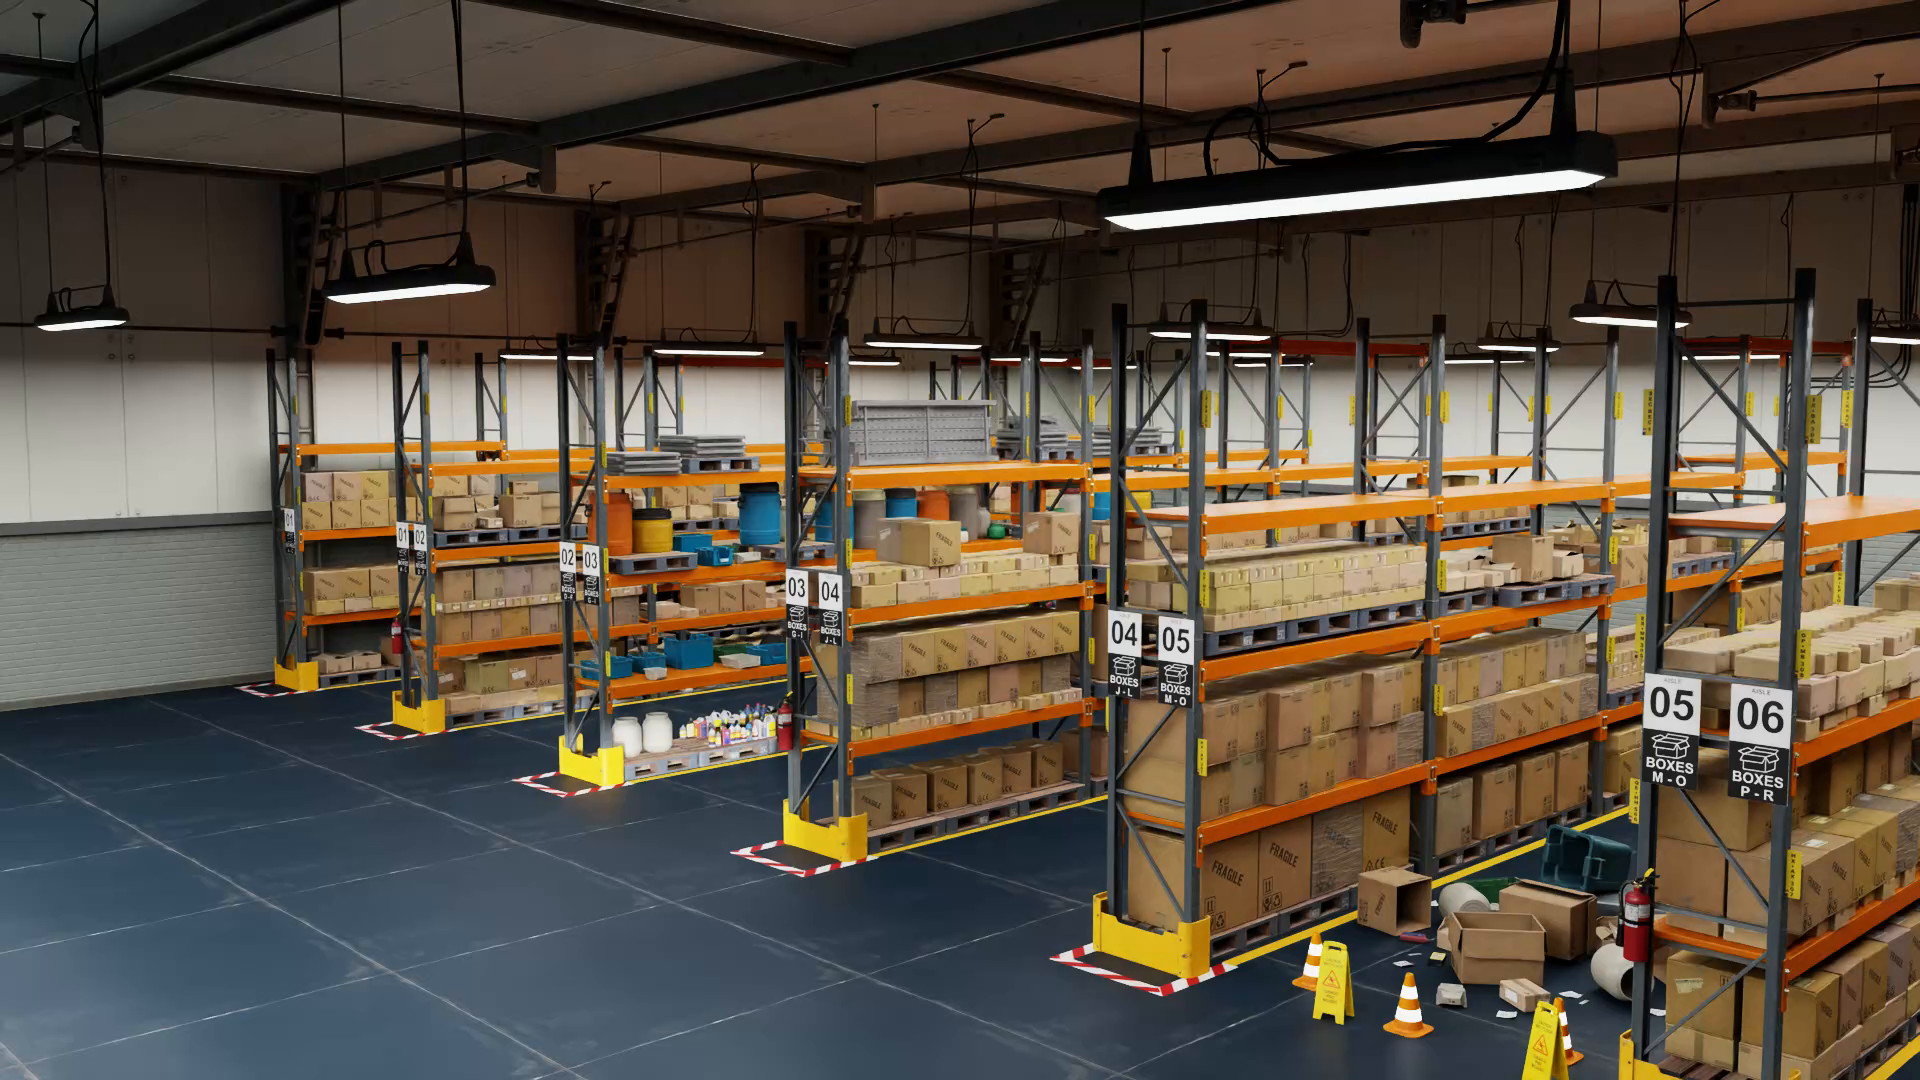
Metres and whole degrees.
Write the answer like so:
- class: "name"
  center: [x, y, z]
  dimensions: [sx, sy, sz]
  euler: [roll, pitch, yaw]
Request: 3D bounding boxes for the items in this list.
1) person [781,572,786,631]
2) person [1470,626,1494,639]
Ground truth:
- class: "person"
  center: [-3.505, 1.451, 33.256]
  dimensions: [0.511, 1.670, 0.528]
  euler: [-3, 6, -29]
- class: "person"
  center: [8.076, 2.089, 25.682]
  dimensions: [0.610, 1.741, 0.619]
  euler: [2, 5, 22]
